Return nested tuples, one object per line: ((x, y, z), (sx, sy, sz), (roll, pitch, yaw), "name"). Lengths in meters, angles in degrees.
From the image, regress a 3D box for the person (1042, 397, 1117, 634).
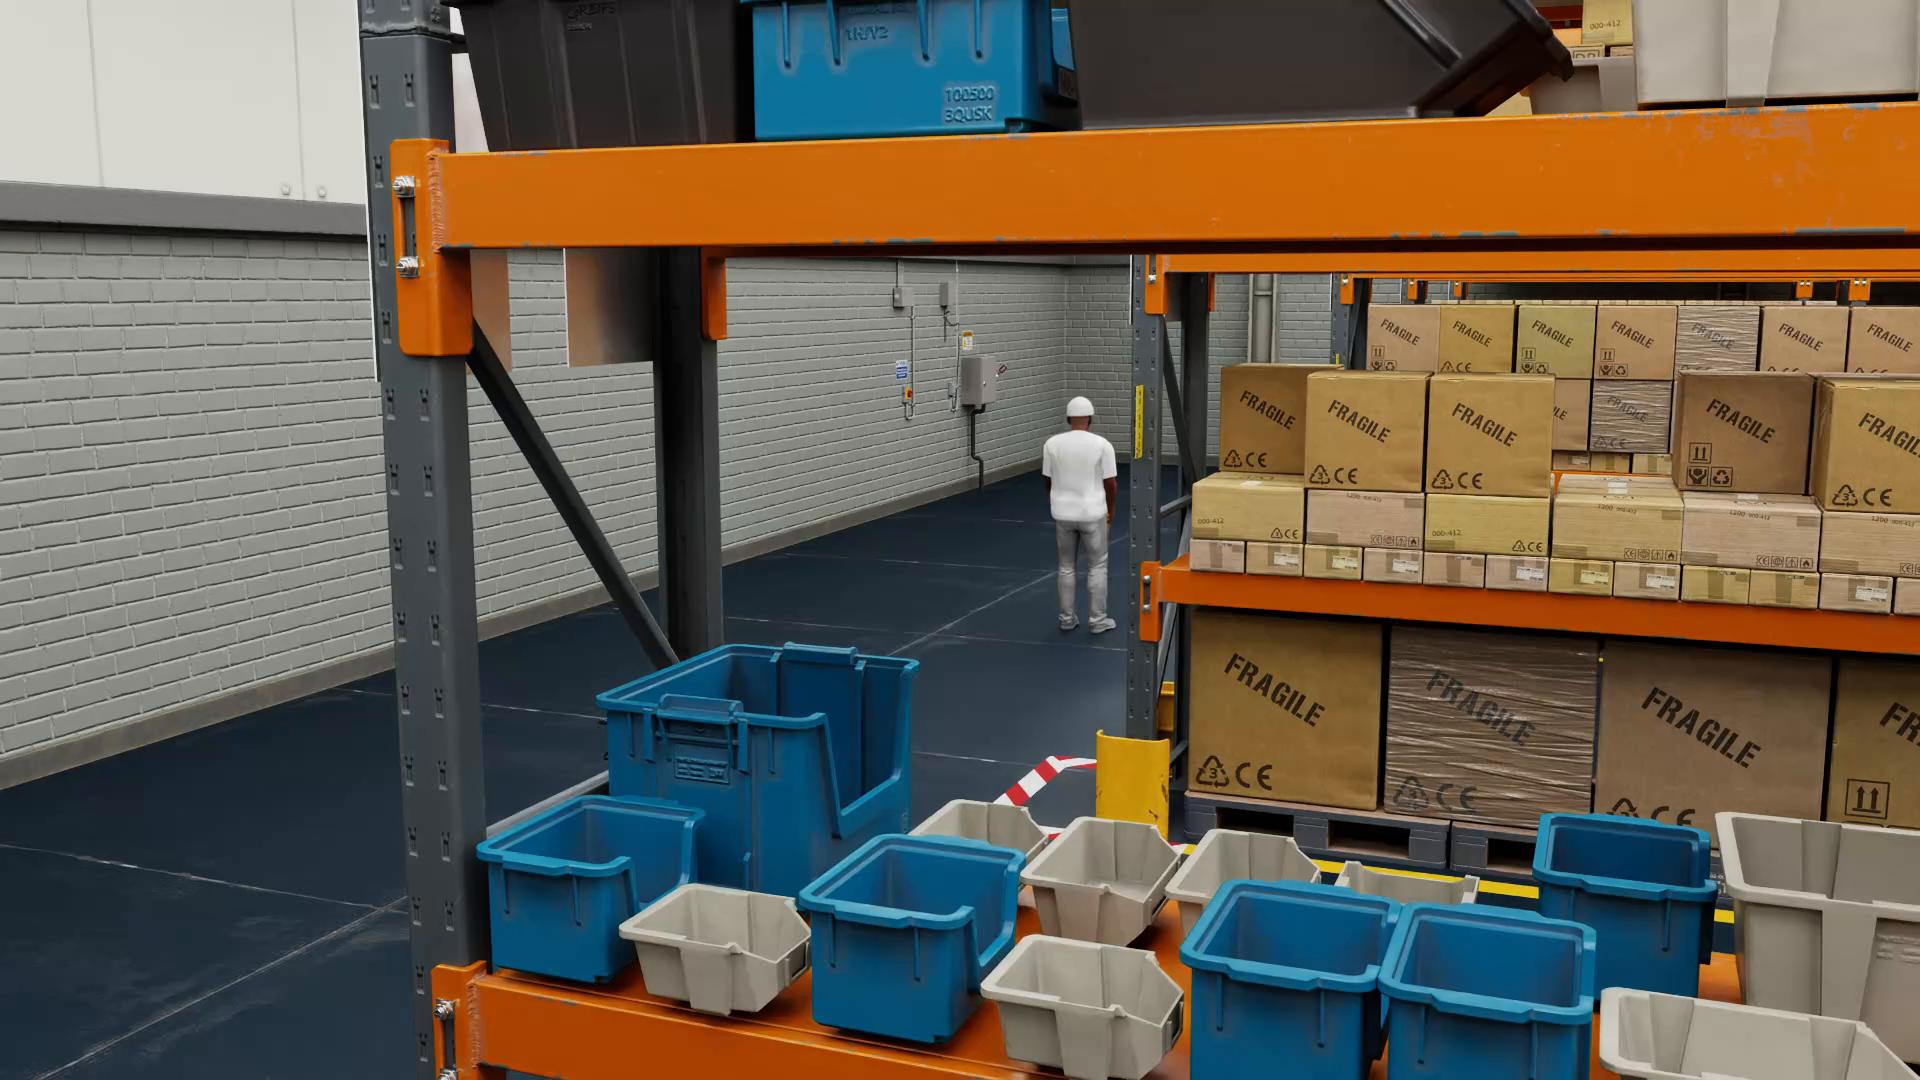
((0.912, -0.194, 12.547), (0.572, 1.767, 0.470), (3, 9, 20), "person")
